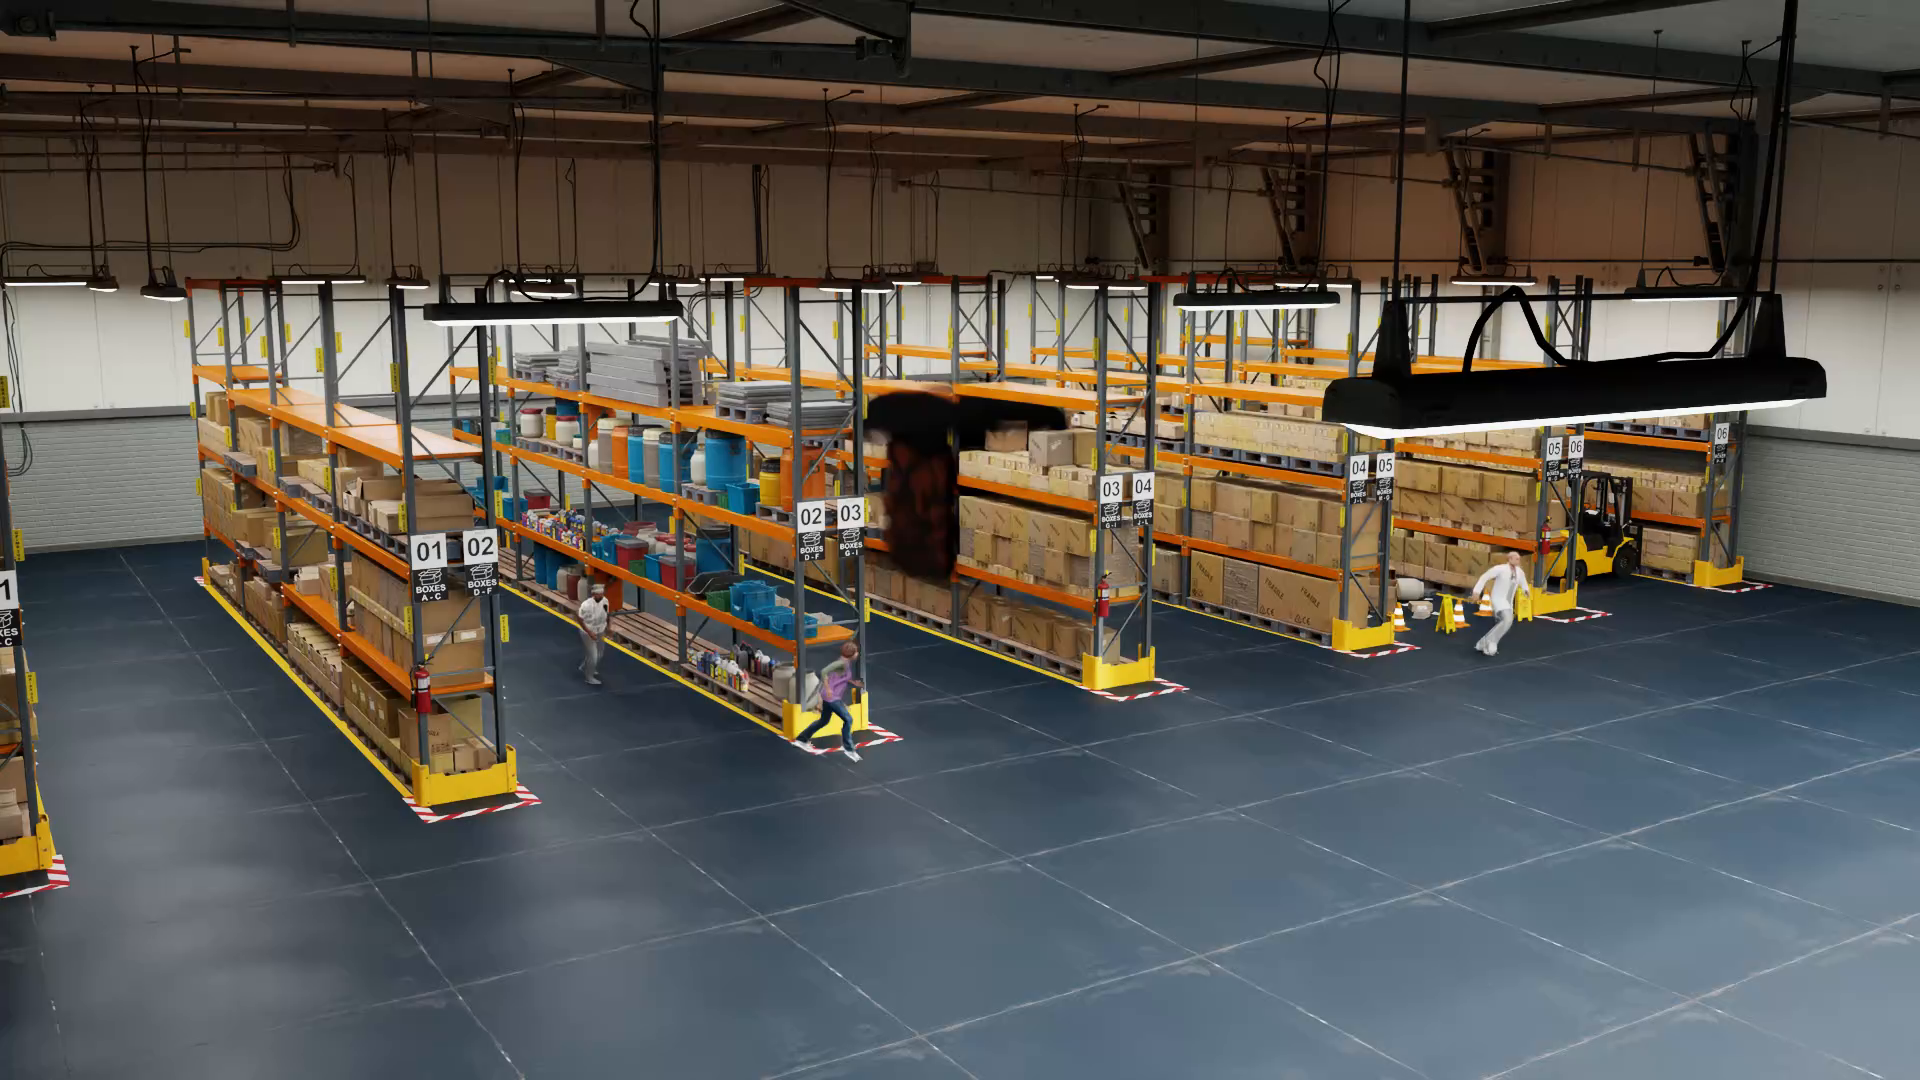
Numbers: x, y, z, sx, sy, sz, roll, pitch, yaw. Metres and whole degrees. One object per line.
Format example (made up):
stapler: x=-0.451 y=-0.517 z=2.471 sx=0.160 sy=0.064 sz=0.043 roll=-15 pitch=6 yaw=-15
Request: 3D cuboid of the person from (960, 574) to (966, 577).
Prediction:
person: x=0.135 y=-0.098 z=31.923 sx=0.674 sy=1.719 sz=0.787 roll=-6 pitch=12 yaw=-34

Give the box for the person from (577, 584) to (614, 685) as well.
person: x=-5.559 y=1.382 z=25.053 sx=0.805 sy=1.580 sz=0.576 roll=7 pitch=12 yaw=37

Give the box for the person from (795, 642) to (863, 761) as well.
person: x=-1.679 y=2.065 z=21.192 sx=0.885 sy=1.575 sz=0.584 roll=1 pitch=10 yaw=6

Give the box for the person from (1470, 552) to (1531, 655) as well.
person: x=8.834 y=1.029 z=26.931 sx=0.874 sy=1.691 sz=0.757 roll=-7 pitch=12 yaw=-36
